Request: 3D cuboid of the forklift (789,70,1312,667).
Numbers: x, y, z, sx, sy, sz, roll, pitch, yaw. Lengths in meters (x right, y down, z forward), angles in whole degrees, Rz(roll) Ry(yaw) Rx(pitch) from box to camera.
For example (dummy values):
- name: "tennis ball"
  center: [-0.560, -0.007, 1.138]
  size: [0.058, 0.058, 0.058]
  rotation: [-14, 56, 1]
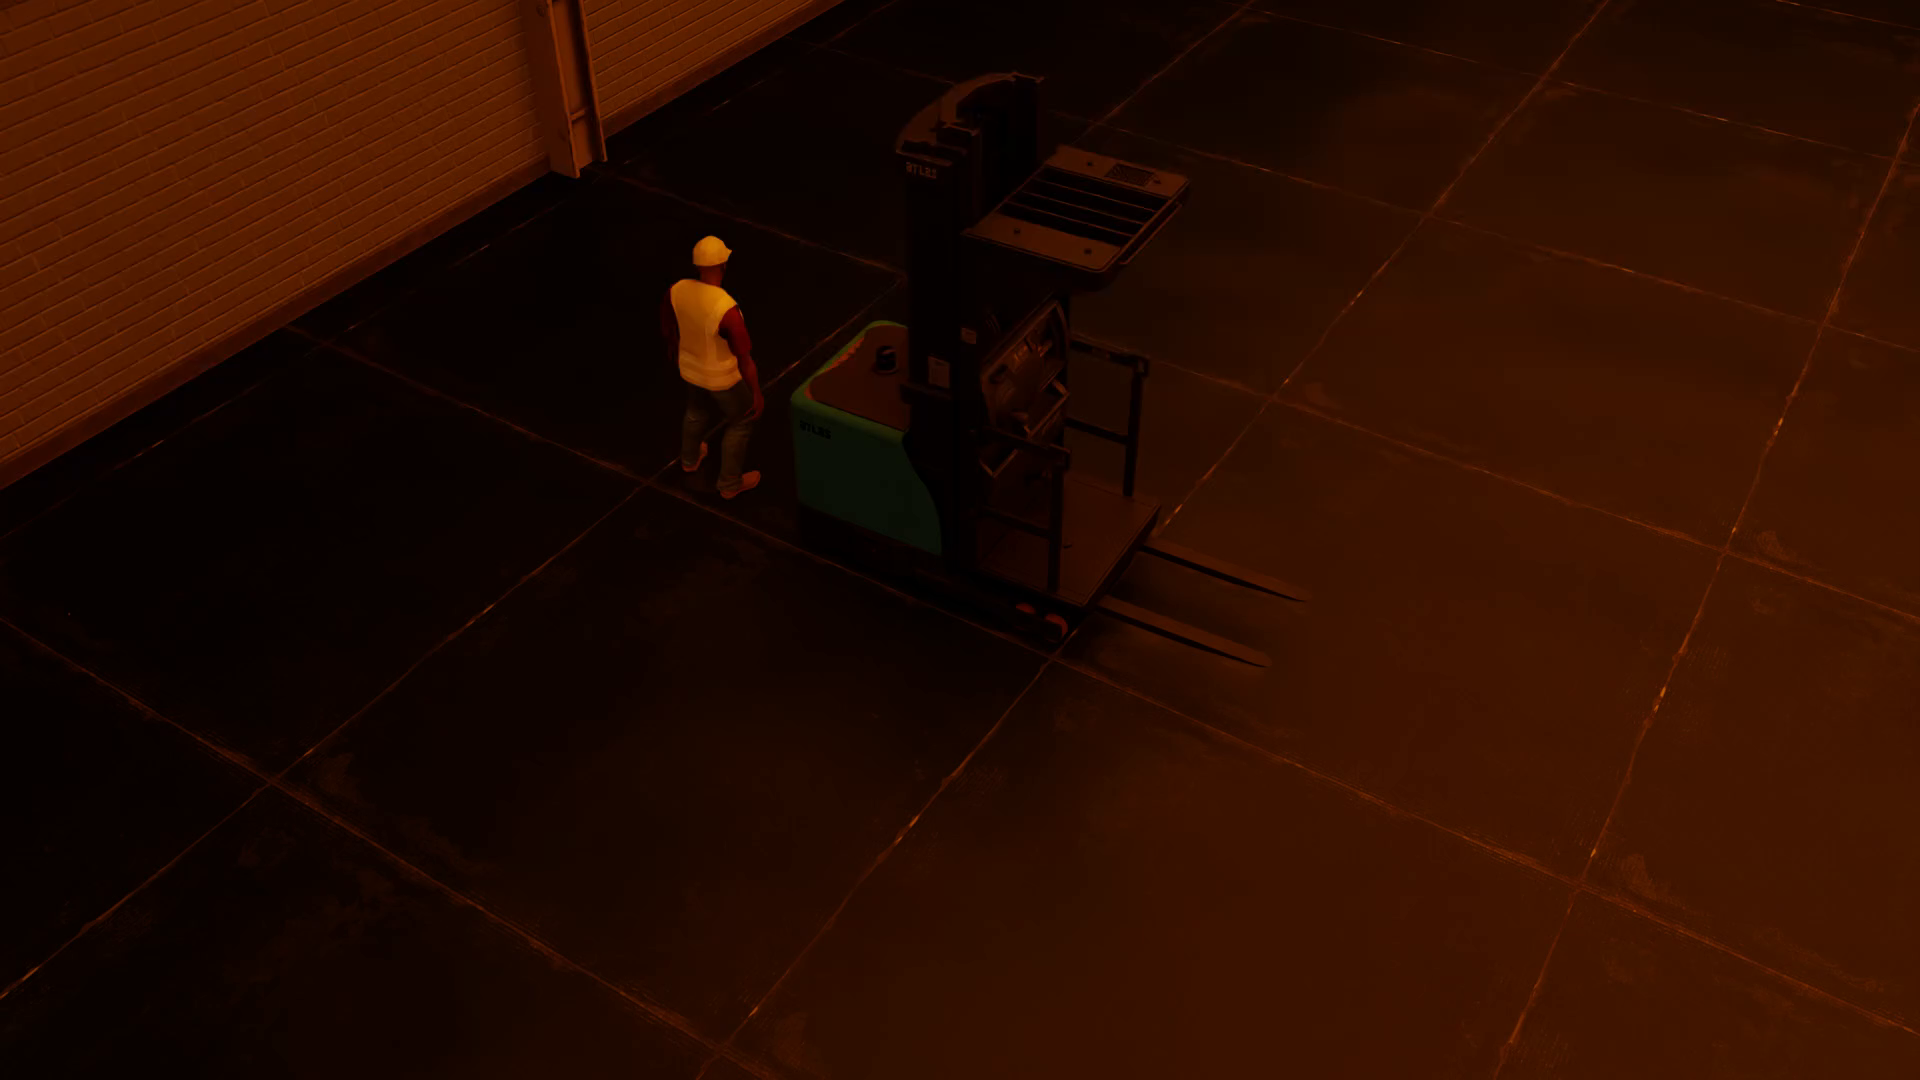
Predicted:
- name: "forklift"
  center: [0.536, -0.927, 9.061]
  size: [3.031, 2.935, 1.130]
  rotation: [20, 44, 22]

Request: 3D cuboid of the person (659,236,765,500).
- name: "person"
  center: [-1.484, -1.058, 10.138]
  size: [0.824, 1.740, 0.418]
  rotation: [23, 46, 25]
